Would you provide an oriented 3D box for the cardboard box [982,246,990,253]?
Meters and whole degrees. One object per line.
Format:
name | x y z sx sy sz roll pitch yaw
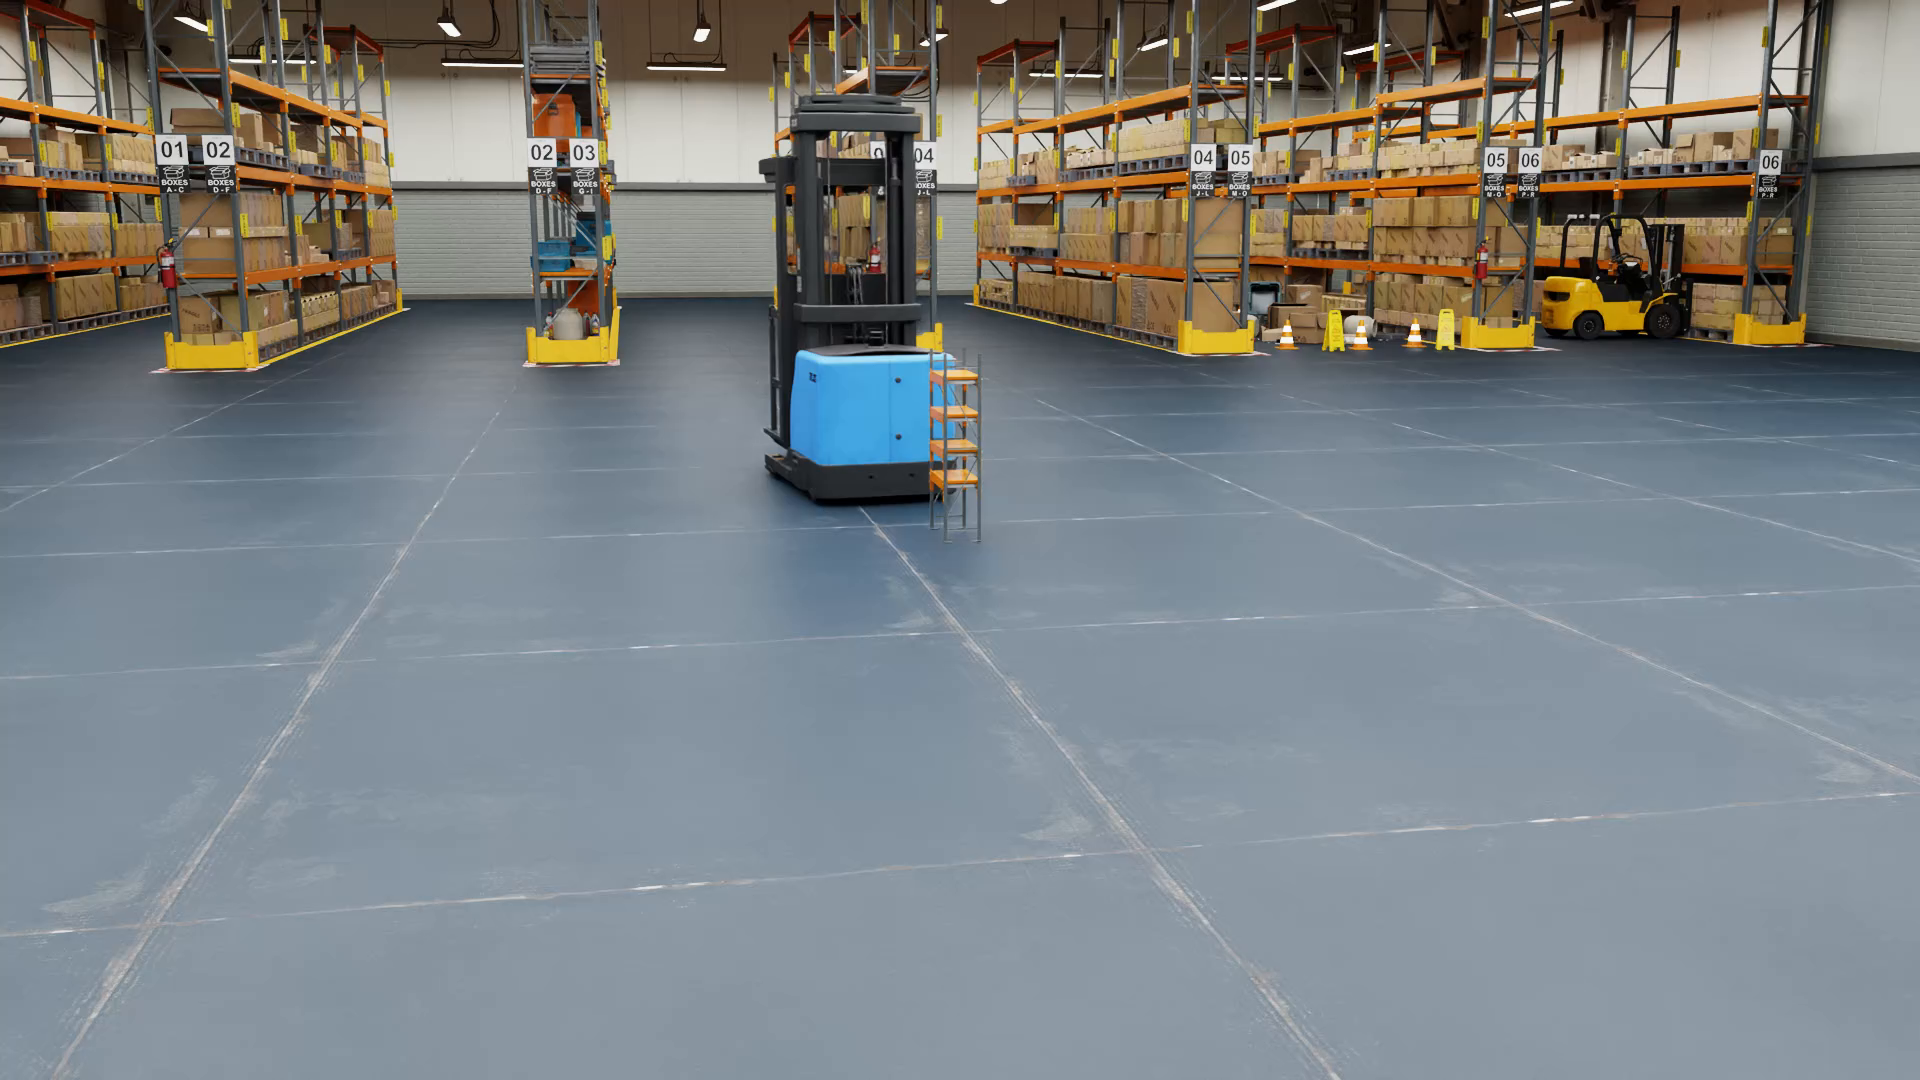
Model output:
cardboard box | 0.753 -7.087 40.579 0.380 0.149 0.250 -2 11 -13

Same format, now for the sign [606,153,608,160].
sign | -5.946 -6.331 27.890 0.100 0.325 0.005 -2 11 -11

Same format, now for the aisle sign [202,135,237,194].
aisle sign | -10.256 -5.198 23.032 0.394 0.787 0.004 -2 11 -11

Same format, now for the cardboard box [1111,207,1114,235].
cardboard box | 3.153 -5.808 30.248 0.700 0.500 0.500 -2 11 -12

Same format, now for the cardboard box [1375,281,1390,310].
cardboard box | 7.941 -4.481 30.444 0.500 0.500 0.500 -2 11 -8

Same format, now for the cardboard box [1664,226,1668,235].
cardboard box | 12.984 -5.621 30.202 0.380 0.149 0.250 -2 11 -13

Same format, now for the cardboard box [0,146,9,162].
cardboard box | -16.822 -6.501 28.480 0.797 0.503 0.637 -1 11 -3

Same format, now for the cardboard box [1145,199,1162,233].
cardboard box | 3.596 -5.415 27.833 0.875 0.550 0.500 -2 11 -11

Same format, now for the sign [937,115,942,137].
sign | -0.319 -6.204 24.910 0.100 0.325 0.005 -2 11 -11

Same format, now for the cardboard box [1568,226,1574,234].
cardboard box | 12.398 -6.212 33.311 0.380 0.149 0.250 -2 11 -11

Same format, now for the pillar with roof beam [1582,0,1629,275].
pillar with roof beam | 9.096 -8.875 33.256 9.100 9.000 0.548 -2 11 -11

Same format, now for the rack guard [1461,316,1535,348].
rack guard | 8.855 -3.428 27.369 1.175 0.500 0.348 -2 11 -11

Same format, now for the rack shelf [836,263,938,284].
rack shelf | -1.240 -4.295 27.163 1.077 0.370 4.000 -2 11 -11

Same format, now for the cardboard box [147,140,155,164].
cardboard box | -18.130 -8.575 36.709 0.500 0.500 0.500 -2 11 -11

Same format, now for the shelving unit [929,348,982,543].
shelving unit | -0.032 -0.620 10.744 0.258 1.200 0.503 -2 11 -11

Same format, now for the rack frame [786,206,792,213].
rack frame | -3.960 -7.216 40.587 0.949 2.616 0.053 -2 11 -11

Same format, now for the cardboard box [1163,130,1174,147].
cardboard box | 3.568 -6.416 26.577 0.500 0.250 0.500 -2 11 -11

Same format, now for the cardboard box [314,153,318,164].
cardboard box | -11.982 -6.914 30.256 0.500 0.250 0.500 -3 11 -15

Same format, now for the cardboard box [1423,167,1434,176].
cardboard box | 8.183 -6.327 28.567 0.380 0.149 0.250 -2 11 -12

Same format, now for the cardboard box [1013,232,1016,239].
cardboard box | 1.377 -6.737 36.822 0.380 0.149 0.250 -2 11 -12

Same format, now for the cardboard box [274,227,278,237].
cardboard box | -10.933 -4.840 26.100 0.380 0.149 0.250 -2 11 -11

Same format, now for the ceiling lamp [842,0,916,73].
ceiling lamp | -1.998 -13.615 42.551 2.000 3.185 0.800 -2 11 -11

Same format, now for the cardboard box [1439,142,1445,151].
cardboard box | 8.369 -6.672 28.247 0.380 0.149 0.250 -2 11 -13

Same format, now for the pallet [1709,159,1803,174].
pallet | 13.625 -6.384 28.428 1.003 0.211 1.213 -2 11 -11

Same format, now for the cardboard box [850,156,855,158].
cardboard box | -1.489 -6.038 26.778 0.500 0.250 0.500 -2 11 -12

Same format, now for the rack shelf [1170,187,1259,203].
rack shelf | 6.146 -8.330 40.340 1.077 0.370 4.000 -2 11 -11

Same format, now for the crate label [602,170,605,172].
crate label | -5.750 -5.857 25.823 0.502 0.251 0.408 -2 11 -11

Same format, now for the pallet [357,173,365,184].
pallet | -12.845 -7.382 33.938 1.213 0.211 1.003 -2 11 -11

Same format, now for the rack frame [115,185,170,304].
rack frame | -18.540 -6.676 37.747 1.000 3.000 0.127 -2 11 -11

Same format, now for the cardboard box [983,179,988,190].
cardboard box | 0.856 -8.589 40.181 0.500 0.250 0.500 -2 11 -9

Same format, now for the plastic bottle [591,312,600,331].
plastic bottle | -5.980 -3.548 27.222 0.144 0.351 0.185 -2 11 -11

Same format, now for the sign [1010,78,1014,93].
sign | 1.164 -10.073 36.841 0.100 0.325 0.005 -2 11 -11

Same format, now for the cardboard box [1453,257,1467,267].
cardboard box | 8.429 -4.622 27.628 0.380 0.149 0.250 -2 11 -12

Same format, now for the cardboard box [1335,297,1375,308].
cardboard box | 7.844 -4.519 32.320 0.950 0.372 0.625 -1 11 -7

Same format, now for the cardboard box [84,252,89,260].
cardboard box | -17.214 -5.542 32.410 0.380 0.149 0.250 -2 11 -13

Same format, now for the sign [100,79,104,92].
sign | -19.085 -10.140 36.984 0.100 0.325 0.005 -2 11 -11

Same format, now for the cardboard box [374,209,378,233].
cardboard box | -12.820 -6.854 35.745 0.500 0.500 0.500 -2 11 -13

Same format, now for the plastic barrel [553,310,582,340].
plastic barrel | -5.913 -3.203 25.035 0.421 0.512 0.421 0 11 0

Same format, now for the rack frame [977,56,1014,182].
rack frame | 0.922 -10.325 40.876 1.000 3.000 0.127 -2 11 -11

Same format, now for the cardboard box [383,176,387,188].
cardboard box | -13.236 -8.080 37.502 0.500 0.250 0.500 -2 11 -11

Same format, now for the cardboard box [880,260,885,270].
cardboard box | -1.109 -4.203 25.428 0.380 0.149 0.250 -2 11 -11

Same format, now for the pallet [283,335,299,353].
pallet | -11.234 -3.138 26.621 1.003 0.211 1.213 -2 11 -11

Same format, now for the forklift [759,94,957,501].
forklift | -0.949 -1.955 13.129 1.130 2.935 3.031 -3 11 -17

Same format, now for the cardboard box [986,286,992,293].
cardboard box | 0.847 -6.079 40.321 0.380 0.149 0.250 -2 11 -9

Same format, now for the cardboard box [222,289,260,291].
cardboard box | -11.564 -3.783 26.775 0.500 0.500 0.500 -2 11 -11

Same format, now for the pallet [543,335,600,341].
pallet | -6.157 -3.116 26.505 1.003 0.211 1.213 -2 11 -11

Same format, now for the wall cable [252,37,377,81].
wall cable | -16.635 -11.727 43.040 3.097 2.526 0.112 -2 11 -11

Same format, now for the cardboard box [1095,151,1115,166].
cardboard box | 2.800 -7.051 30.706 0.500 0.250 0.500 -2 11 -11

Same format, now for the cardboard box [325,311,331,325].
cardboard box | -11.585 -3.970 29.765 0.500 0.250 0.500 -2 11 -10

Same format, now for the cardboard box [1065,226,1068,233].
cardboard box | 2.429 -6.520 34.890 0.380 0.149 0.250 -3 11 -13

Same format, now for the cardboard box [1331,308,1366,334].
cardboard box | 6.965 -3.903 29.858 0.500 0.500 0.500 6 12 28

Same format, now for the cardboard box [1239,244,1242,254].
cardboard box | 6.548 -6.489 37.170 0.500 0.250 0.500 -2 11 -11

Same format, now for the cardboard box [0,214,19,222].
cardboard box | -16.810 -5.672 29.293 0.380 0.149 0.250 -4 12 -21

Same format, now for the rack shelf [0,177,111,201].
rack shelf | -17.373 -6.695 31.753 1.077 0.370 4.000 -2 11 -11
